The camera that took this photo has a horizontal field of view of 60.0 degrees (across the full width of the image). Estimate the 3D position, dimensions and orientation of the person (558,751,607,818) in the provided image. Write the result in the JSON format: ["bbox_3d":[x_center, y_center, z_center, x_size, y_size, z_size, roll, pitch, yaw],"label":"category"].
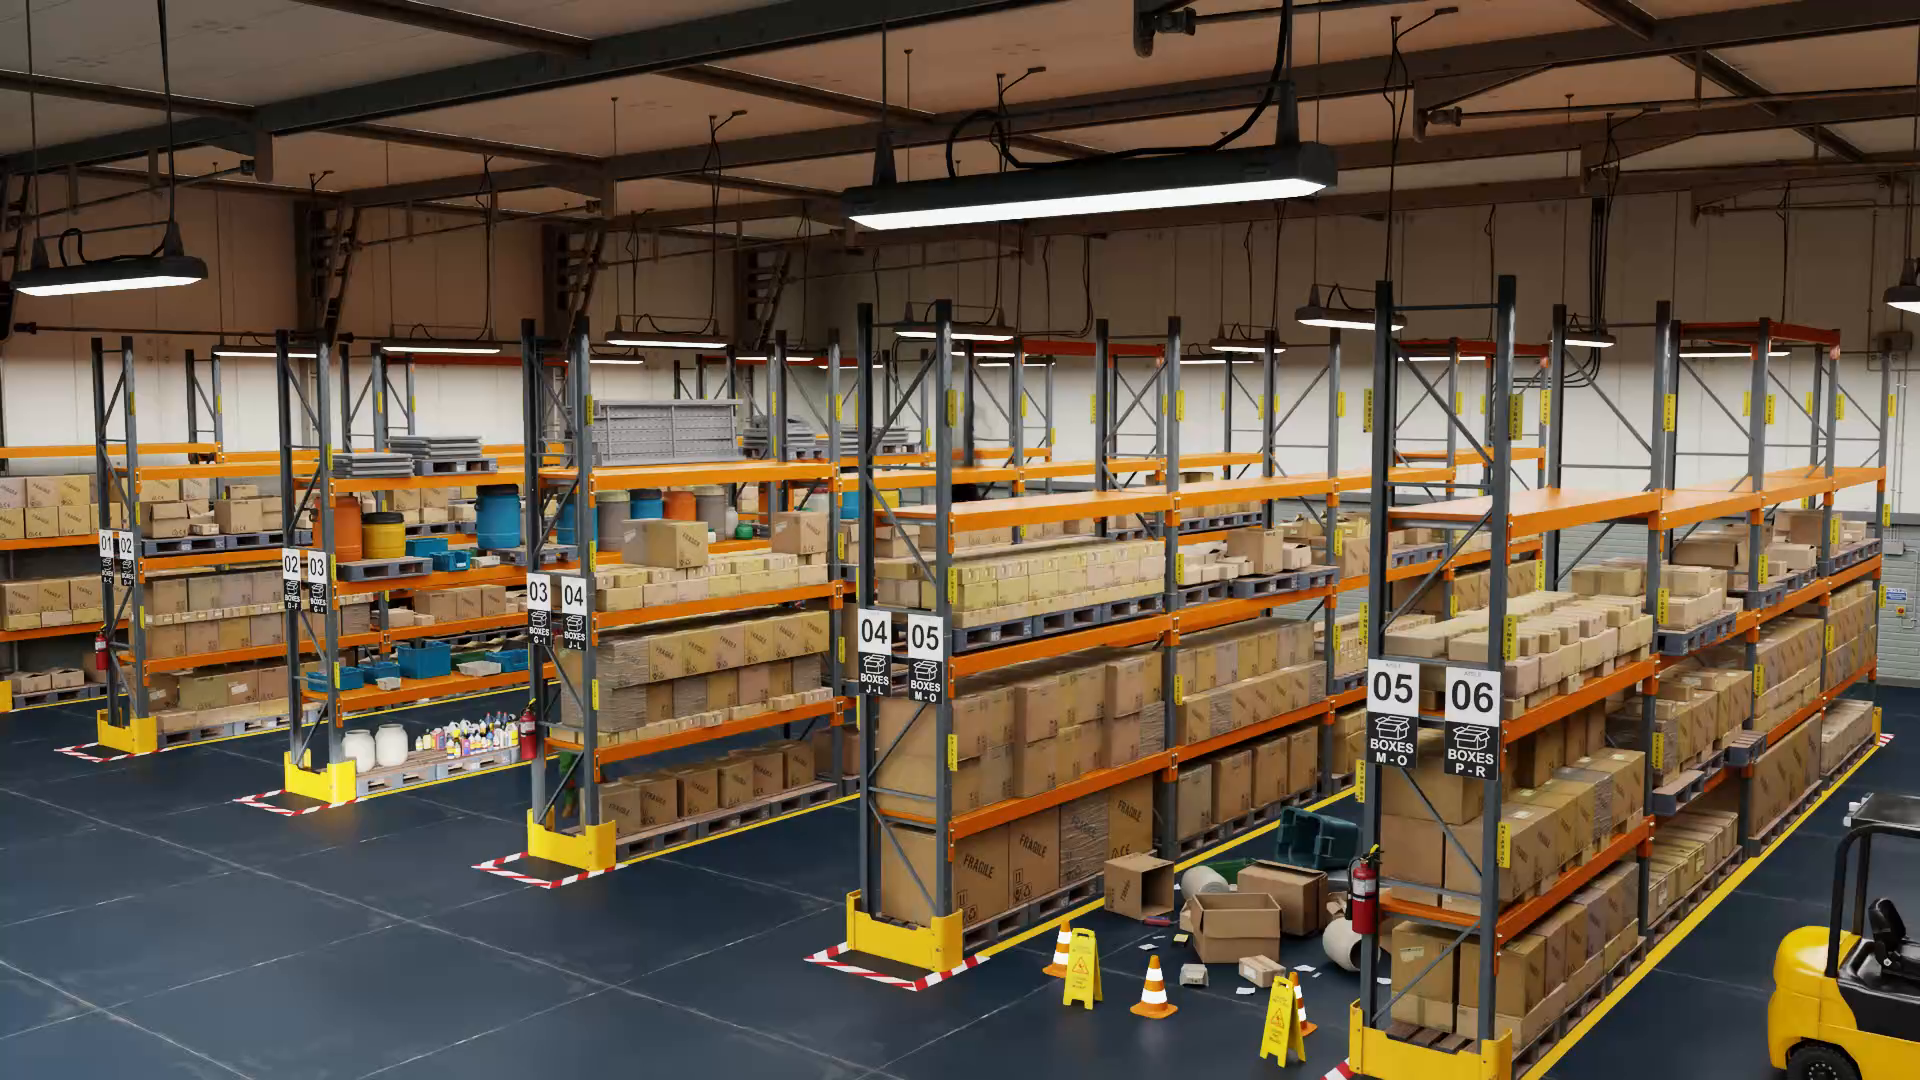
[{"bbox_3d":[-4.686,2.480,20.555,0.643,1.844,0.857,2,5,23],"label":"person"}]
